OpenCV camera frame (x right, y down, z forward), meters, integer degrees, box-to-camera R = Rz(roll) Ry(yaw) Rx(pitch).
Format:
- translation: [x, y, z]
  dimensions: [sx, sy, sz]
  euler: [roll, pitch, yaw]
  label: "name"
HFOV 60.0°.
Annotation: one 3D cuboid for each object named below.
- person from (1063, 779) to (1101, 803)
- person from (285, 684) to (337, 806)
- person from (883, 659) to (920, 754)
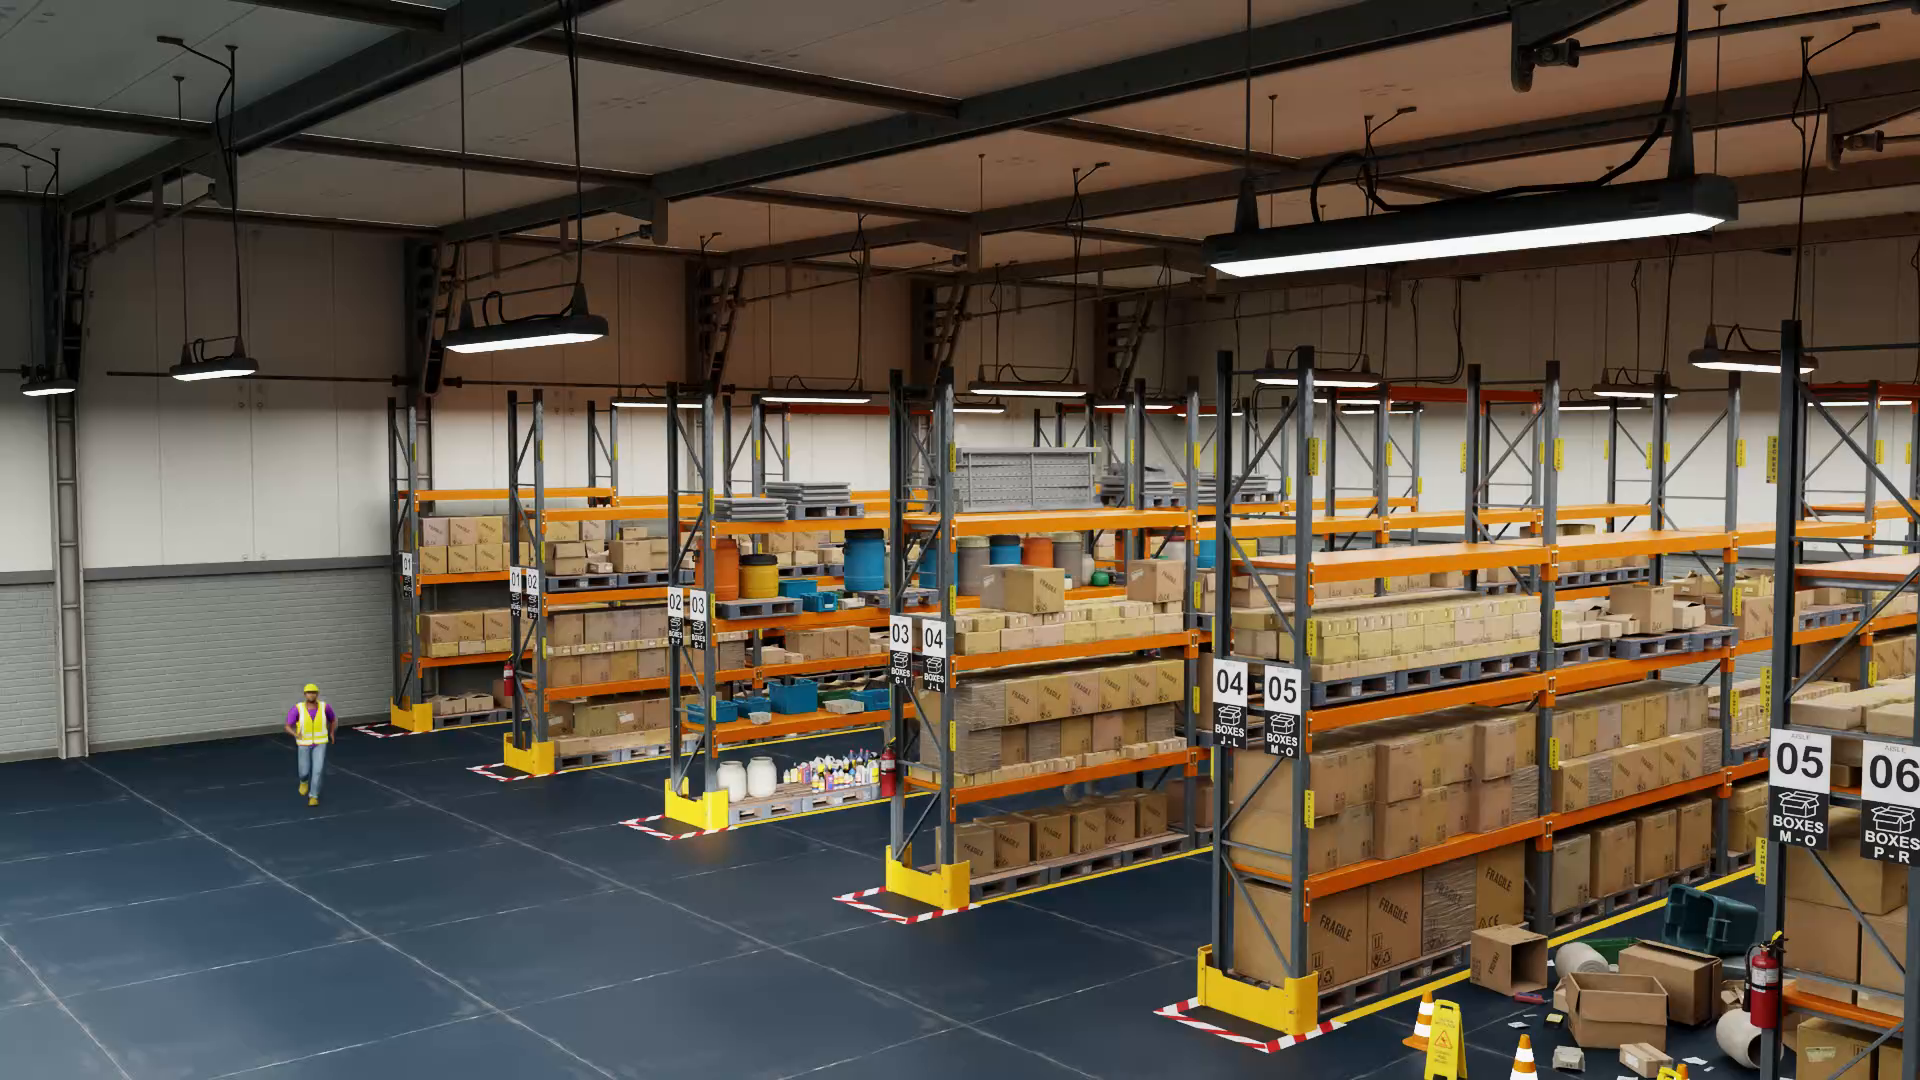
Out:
- translation: [1.755, 3.073, 22.421]
  dimensions: [0.807, 1.624, 0.619]
  euler: [-2, 4, -32]
  label: "person"
- translation: [-9.283, 2.910, 23.815]
  dimensions: [0.699, 1.726, 0.687]
  euler: [-2, 4, -27]
  label: "person"
- translation: [-0.895, 2.752, 27.104]
  dimensions: [0.976, 1.752, 0.659]
  euler: [-3, 5, -45]
  label: "person"
